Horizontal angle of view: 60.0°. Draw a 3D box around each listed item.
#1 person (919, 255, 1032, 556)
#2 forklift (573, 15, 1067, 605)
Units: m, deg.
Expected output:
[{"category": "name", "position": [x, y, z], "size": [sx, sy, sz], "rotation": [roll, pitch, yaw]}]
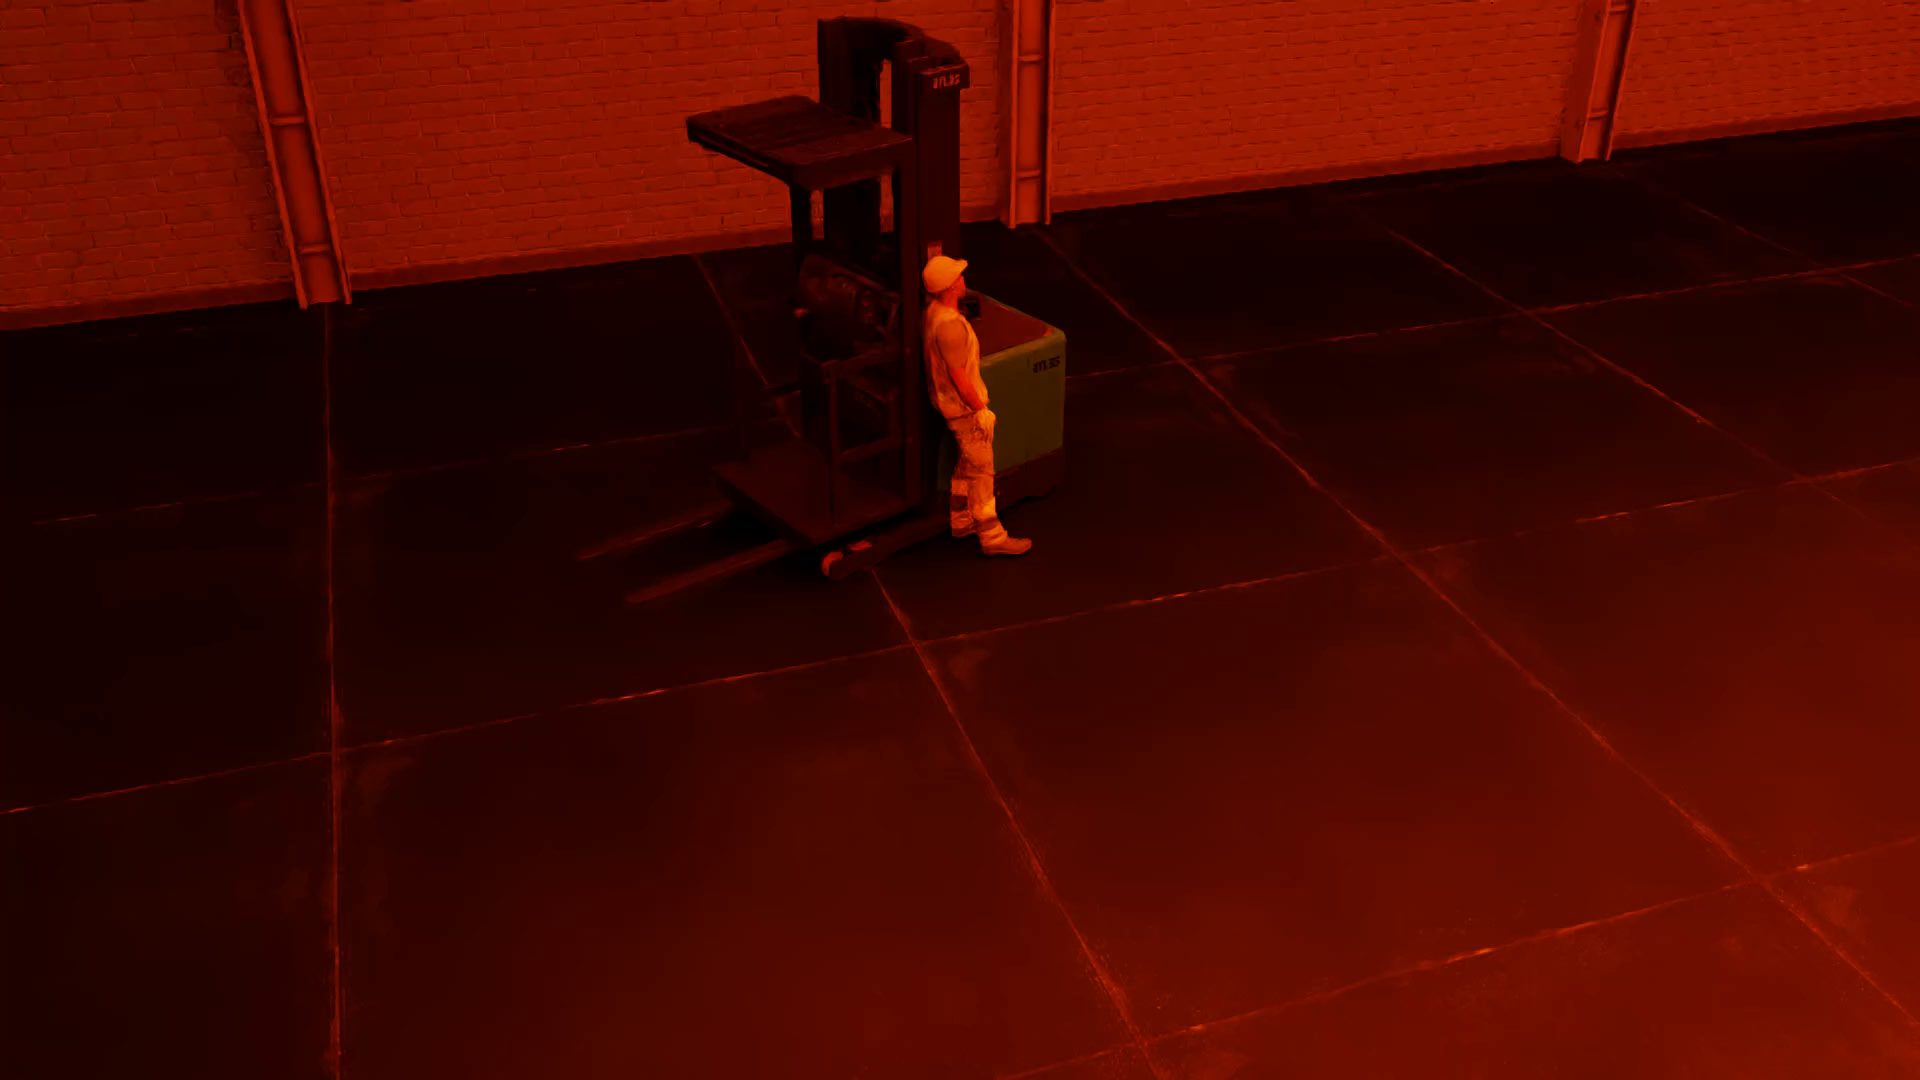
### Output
[{"category": "person", "position": [0.071, -0.792, 9.584], "size": [0.579, 1.781, 0.637], "rotation": [-10, 31, -16]}, {"category": "forklift", "position": [-0.805, -1.331, 9.401], "size": [3.031, 2.935, 1.130], "rotation": [-22, 36, -33]}]
